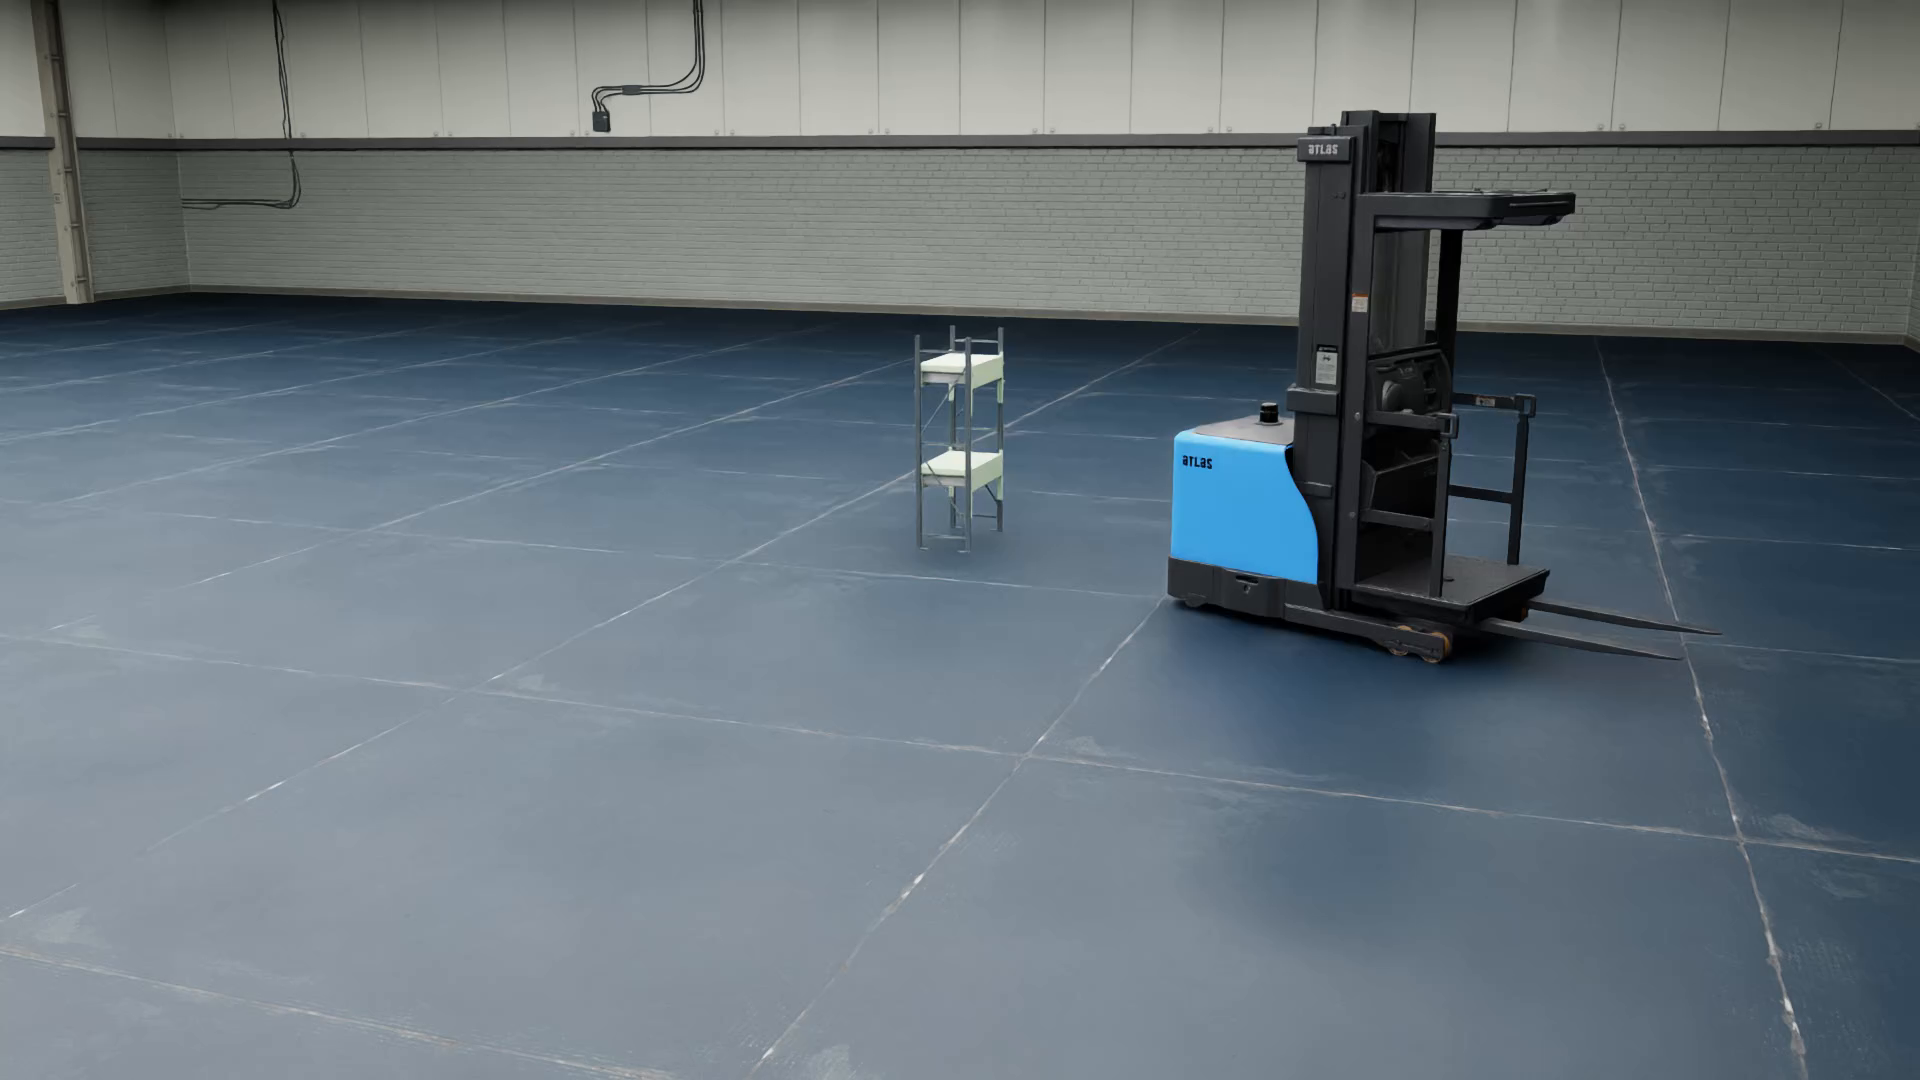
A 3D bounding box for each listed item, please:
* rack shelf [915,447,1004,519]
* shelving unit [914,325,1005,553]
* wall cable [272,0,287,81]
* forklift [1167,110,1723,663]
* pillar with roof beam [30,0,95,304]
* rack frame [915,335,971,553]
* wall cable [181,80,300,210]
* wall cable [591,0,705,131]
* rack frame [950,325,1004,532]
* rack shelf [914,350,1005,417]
[{"bbox_3d":[0.002,-0.415,11.900,0.431,0.370,0.720,4,14,18],"label":"rack shelf"},{"bbox_3d":[0.002,-0.733,11.827,0.431,1.500,0.755,4,14,18],"label":"shelving unit"},{"bbox_3d":[-12.117,-10.213,32.138,3.097,2.526,0.112,4,14,18],"label":"wall cable"},{"bbox_3d":[2.711,-0.892,9.307,3.031,2.935,1.130,11,17,40],"label":"forklift"},{"bbox_3d":[-12.808,-8.624,29.549,9.100,9.000,0.400,4,14,18],"label":"pillar with roof beam"},{"bbox_3d":[-0.116,-0.656,11.490,0.400,1.500,0.023,4,14,18],"label":"rack frame"},{"bbox_3d":[-14.677,-7.945,33.553,3.097,2.526,0.112,4,14,18],"label":"wall cable"},{"bbox_3d":[-5.699,-10.430,29.820,2.305,6.003,0.169,4,14,18],"label":"wall cable"},{"bbox_3d":[0.121,-0.810,12.165,0.400,1.500,0.023,4,14,18],"label":"rack frame"},{"bbox_3d":[0.002,-1.113,11.740,0.431,0.370,0.720,4,14,18],"label":"rack shelf"}]
